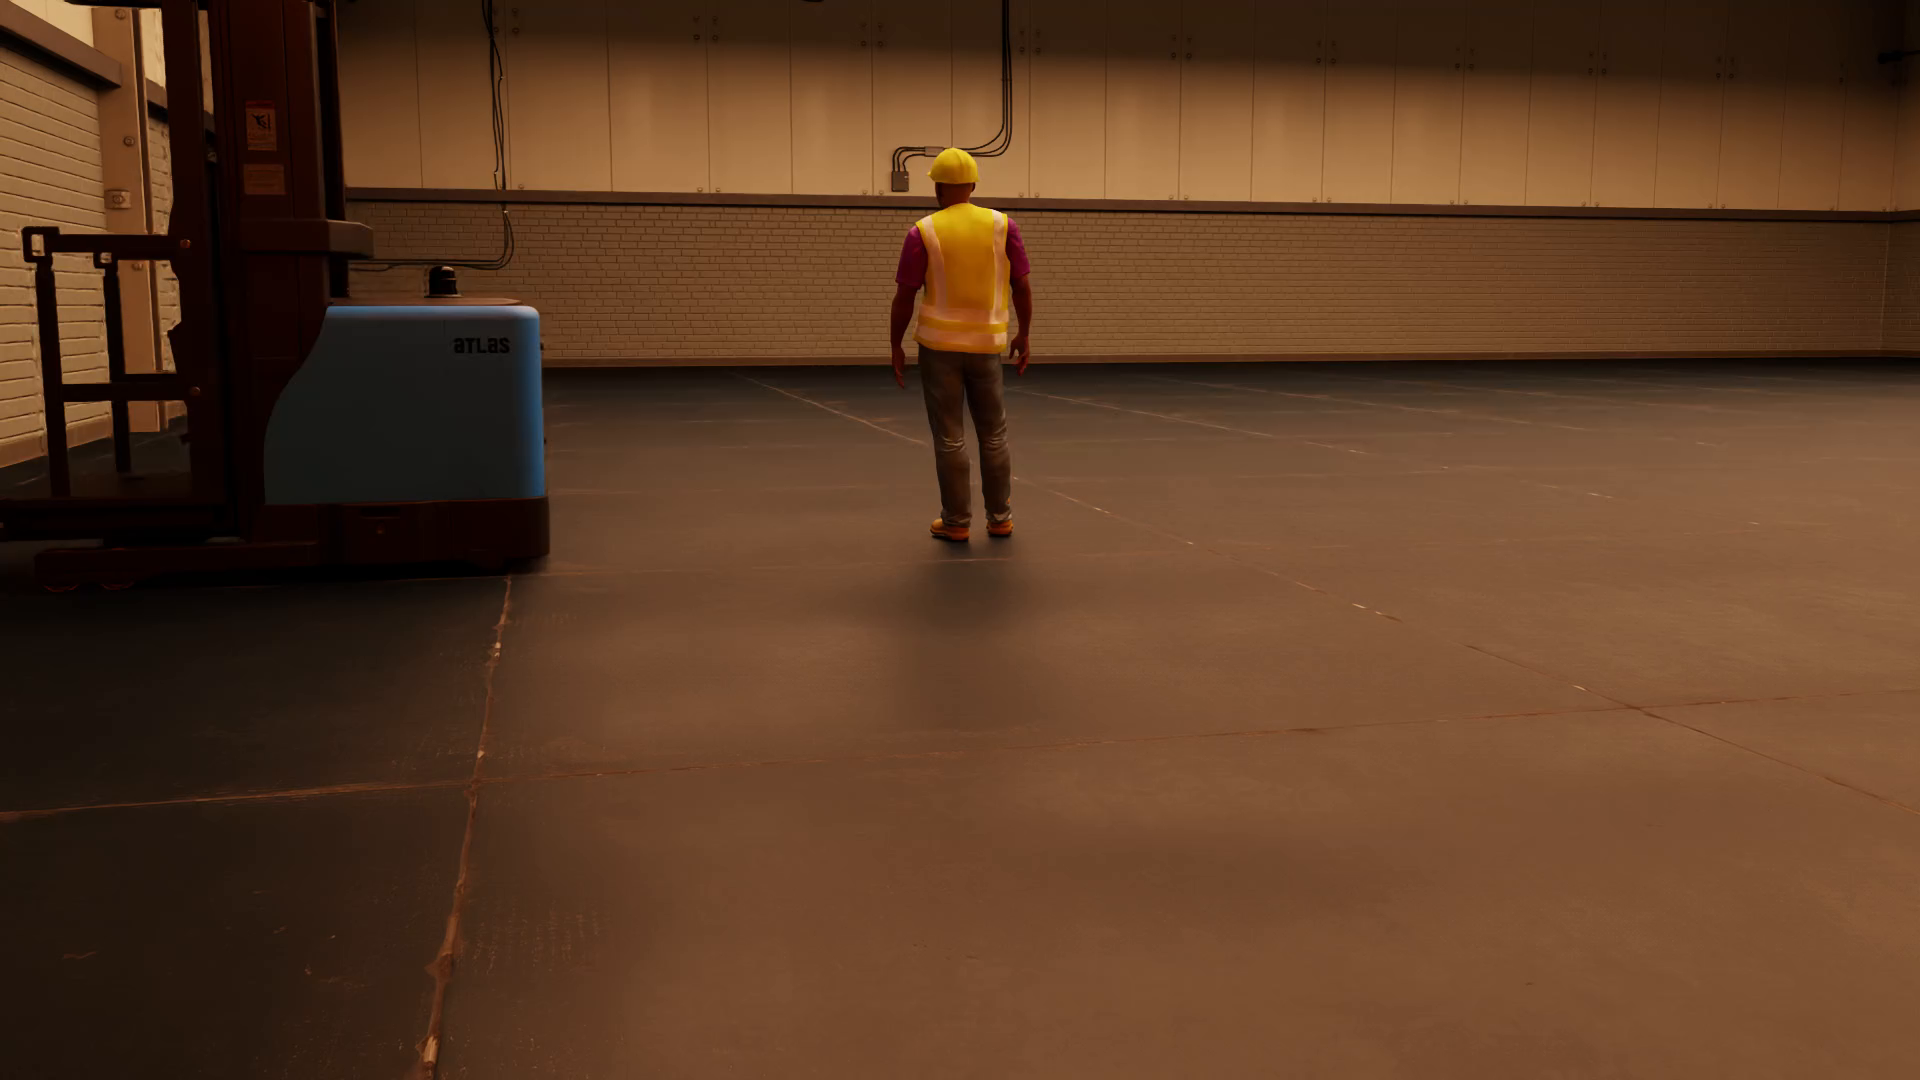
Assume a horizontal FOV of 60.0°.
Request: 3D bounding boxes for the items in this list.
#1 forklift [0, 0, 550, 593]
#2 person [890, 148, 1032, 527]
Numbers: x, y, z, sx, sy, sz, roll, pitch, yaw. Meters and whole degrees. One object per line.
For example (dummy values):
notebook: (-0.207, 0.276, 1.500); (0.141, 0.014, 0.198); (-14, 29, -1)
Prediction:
forklift: (-3.250, -1.333, 6.655); (3.031, 2.935, 1.130); (-2, 8, -14)
person: (0.008, -0.910, 7.572); (0.666, 1.706, 0.420); (-2, 8, -13)
